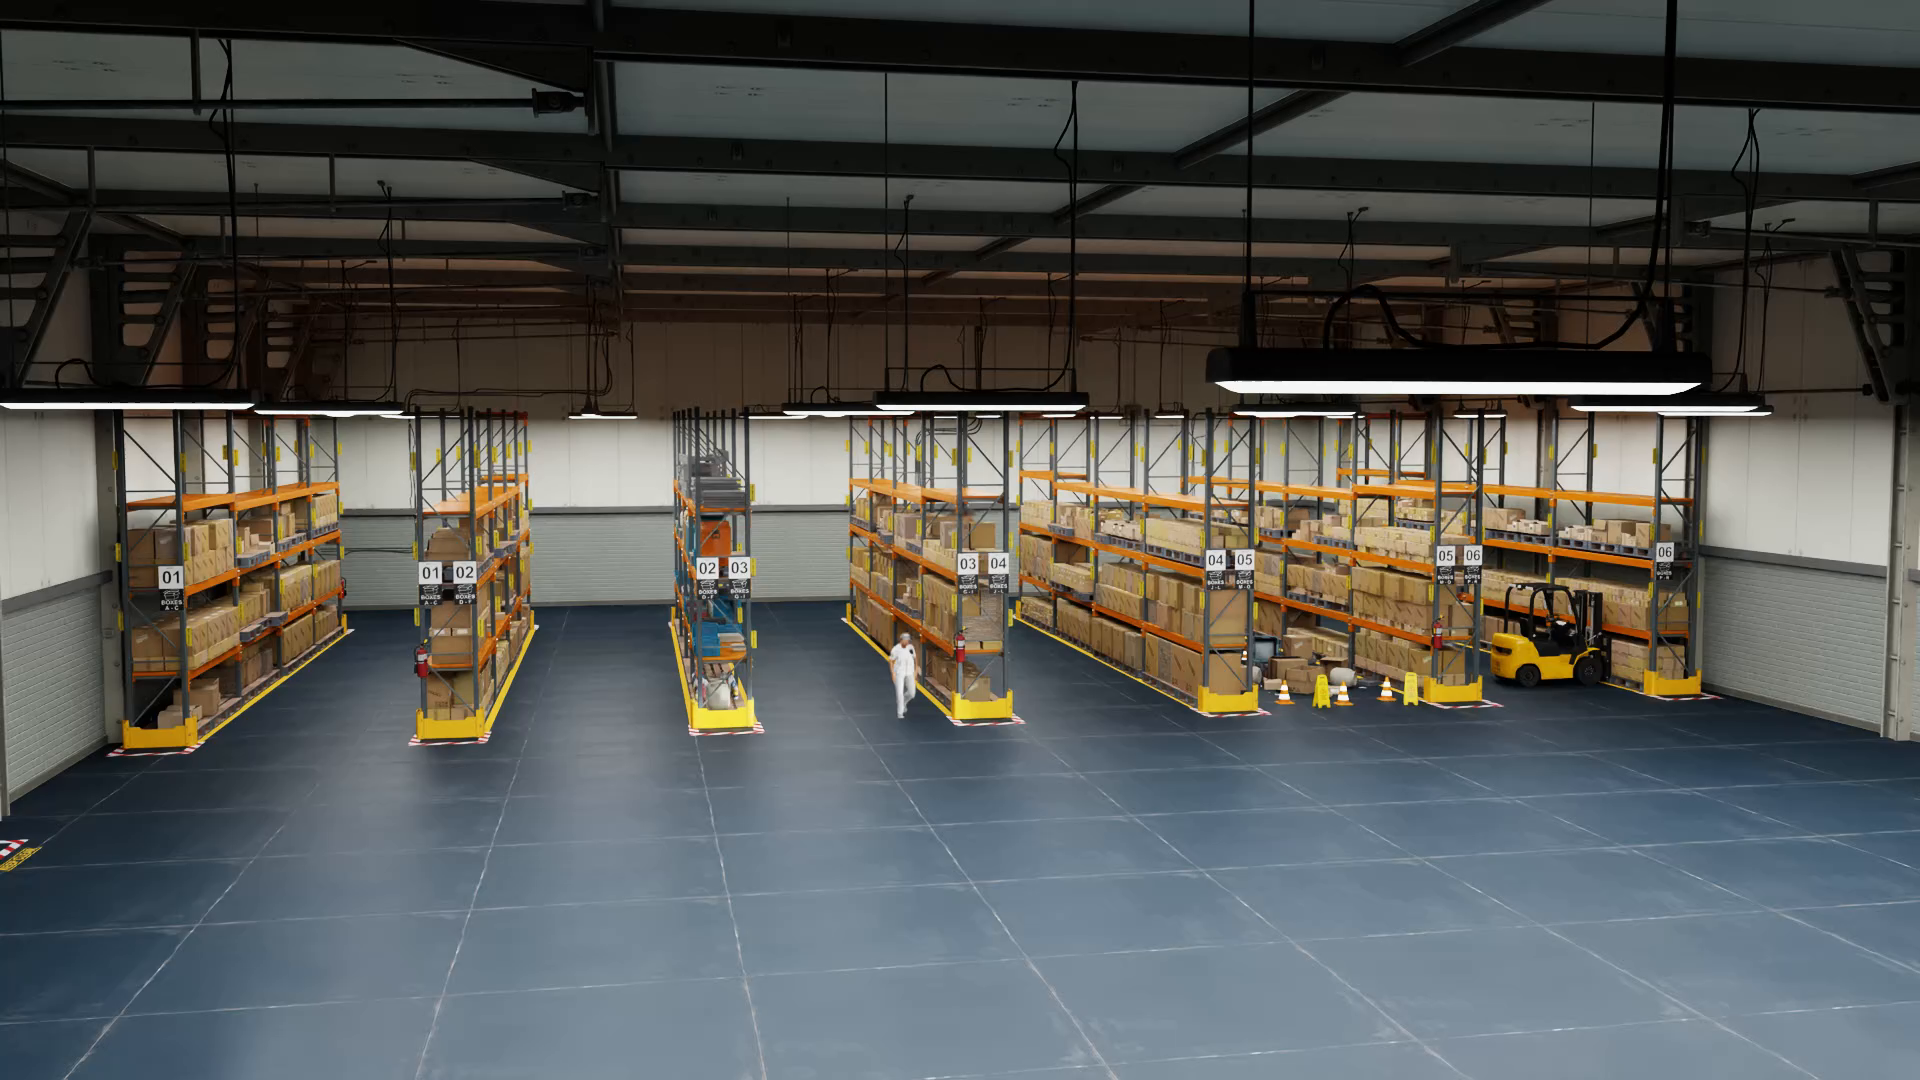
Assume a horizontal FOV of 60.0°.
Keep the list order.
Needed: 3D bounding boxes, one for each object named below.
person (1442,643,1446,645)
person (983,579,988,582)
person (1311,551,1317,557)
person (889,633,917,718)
[{"bbox_3d":[11.851,1.969,41.102,0.477,1.675,0.405,-3,5,-40],"label":"person"},{"bbox_3d":[0.478,1.560,46.809,0.688,1.686,0.642,0,4,-3],"label":"person"},{"bbox_3d":[11.043,1.182,51.601,1.019,1.727,0.516,-1,4,-10],"label":"person"},{"bbox_3d":[-1.111,2.613,32.348,0.560,1.648,0.573,-1,4,-19],"label":"person"}]
